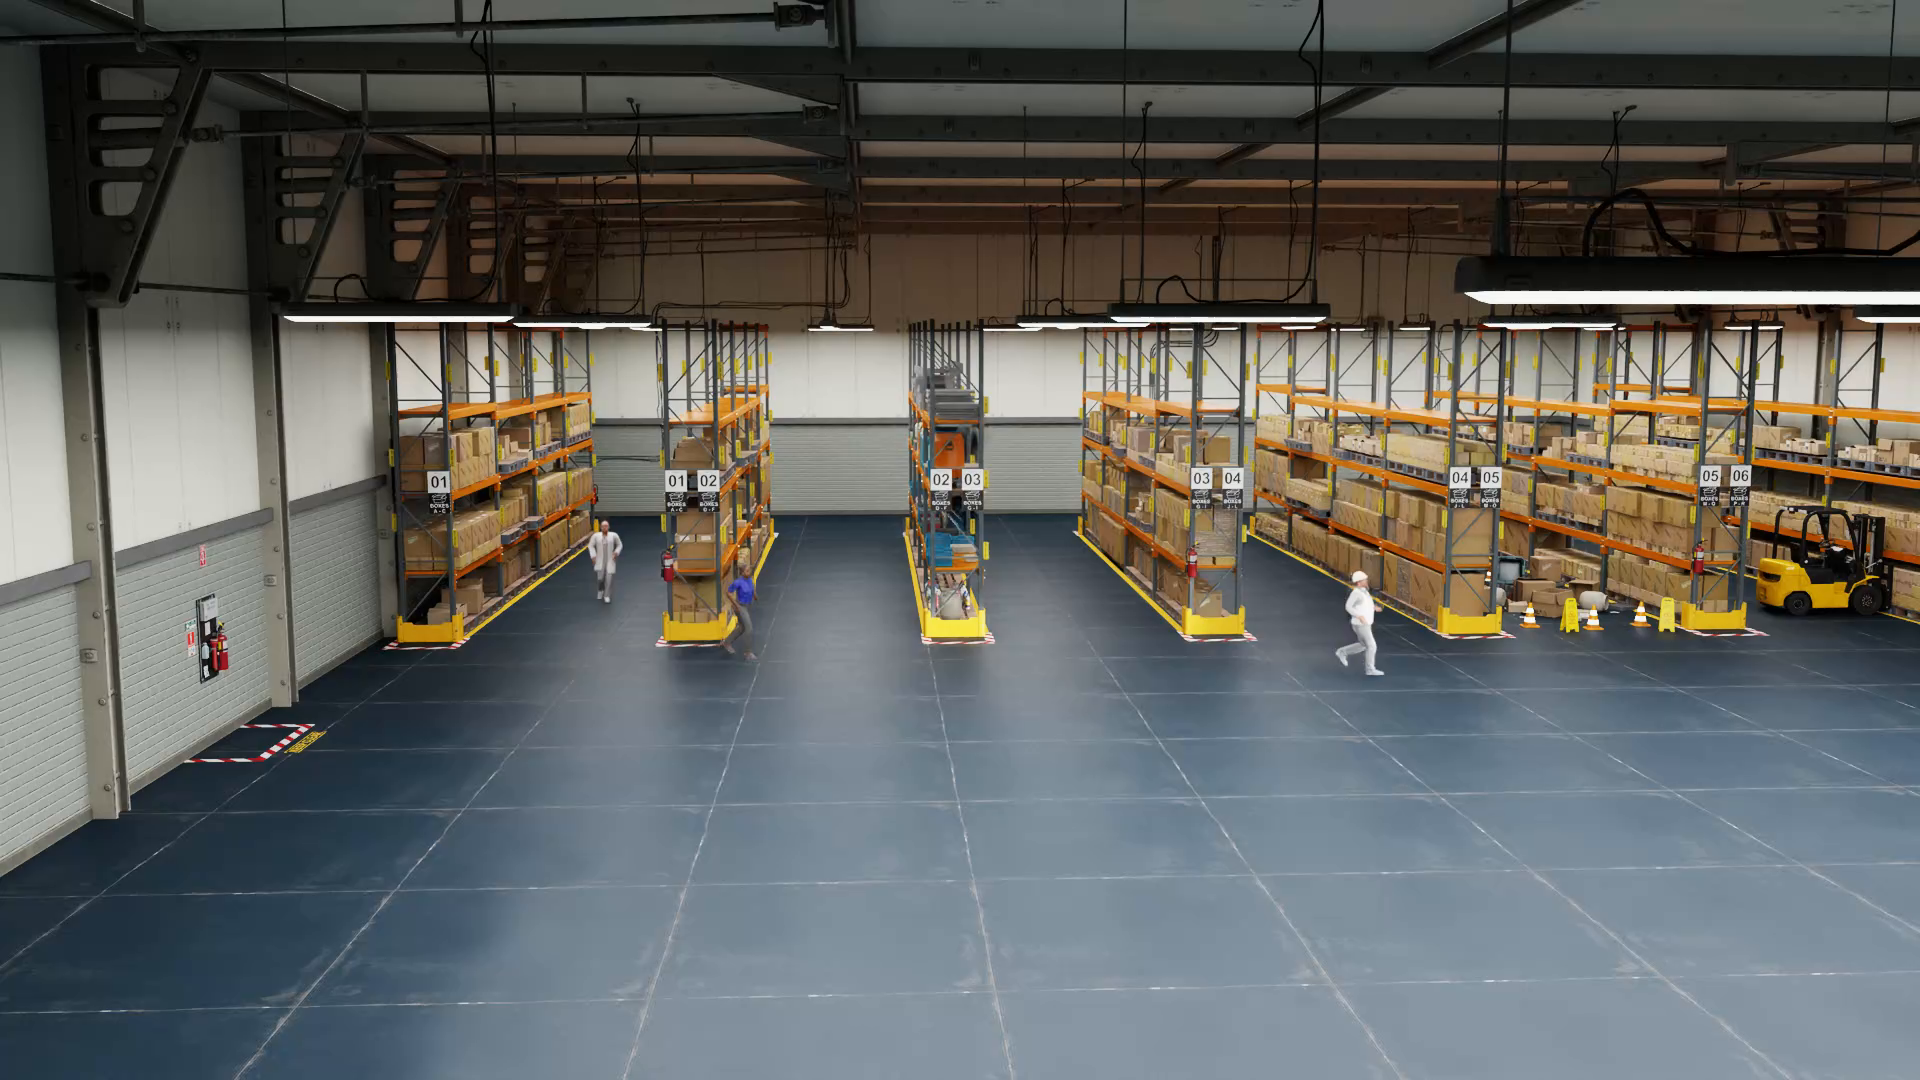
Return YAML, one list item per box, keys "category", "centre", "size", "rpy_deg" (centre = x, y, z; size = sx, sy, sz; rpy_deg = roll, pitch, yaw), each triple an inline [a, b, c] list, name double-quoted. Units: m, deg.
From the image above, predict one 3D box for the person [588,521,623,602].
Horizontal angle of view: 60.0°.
- category: "person"
  centre: [-7.567, 0.472, 35.555]
  size: [0.722, 1.746, 0.576]
  rpy_deg: [-2, 7, -12]

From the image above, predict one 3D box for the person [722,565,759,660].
- category: "person"
  centre: [-3.897, 1.271, 29.533]
  size: [0.788, 1.701, 0.586]
  rpy_deg: [3, 8, 26]

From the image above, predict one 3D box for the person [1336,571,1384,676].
- category: "person"
  centre: [6.755, 1.399, 28.054]
  size: [0.850, 1.745, 0.669]
  rpy_deg: [4, 8, 27]

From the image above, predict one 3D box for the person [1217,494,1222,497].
- category: "person"
  centre: [7.296, -0.809, 45.790]
  size: [0.714, 1.729, 0.770]
  rpy_deg: [1, 7, 5]
